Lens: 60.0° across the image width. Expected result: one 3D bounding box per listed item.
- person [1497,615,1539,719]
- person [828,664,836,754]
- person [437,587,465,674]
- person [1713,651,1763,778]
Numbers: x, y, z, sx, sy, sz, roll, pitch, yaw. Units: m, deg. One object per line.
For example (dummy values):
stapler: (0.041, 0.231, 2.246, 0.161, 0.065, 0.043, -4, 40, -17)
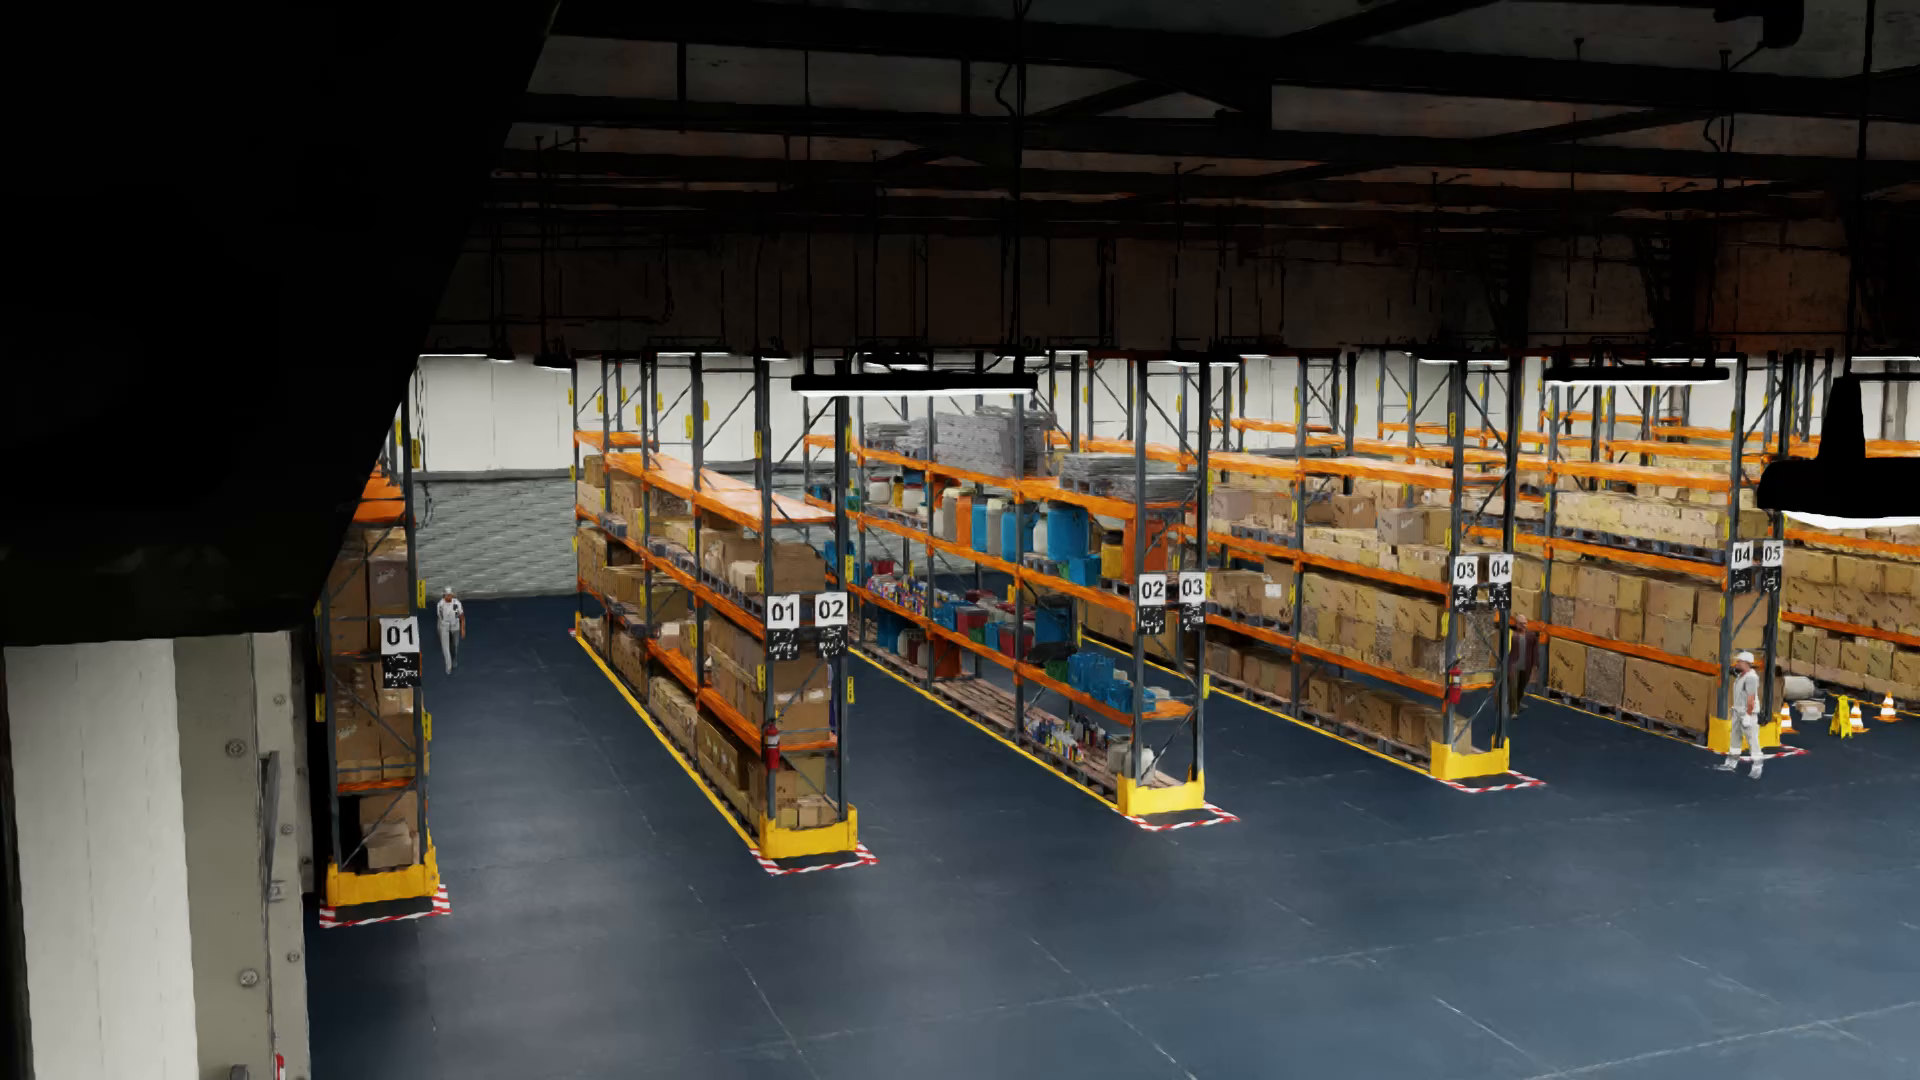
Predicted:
person: (9.230, 2.068, 27.496, 0.634, 1.722, 1.045, 0, 7, -1)
person: (-2.139, 2.418, 25.176, 0.479, 1.567, 1.090, -2, 7, -18)
person: (-9.536, 1.661, 31.163, 0.493, 1.606, 1.001, -3, 8, -22)
person: (11.189, 2.472, 23.846, 0.588, 1.784, 0.666, 1, 7, 4)
